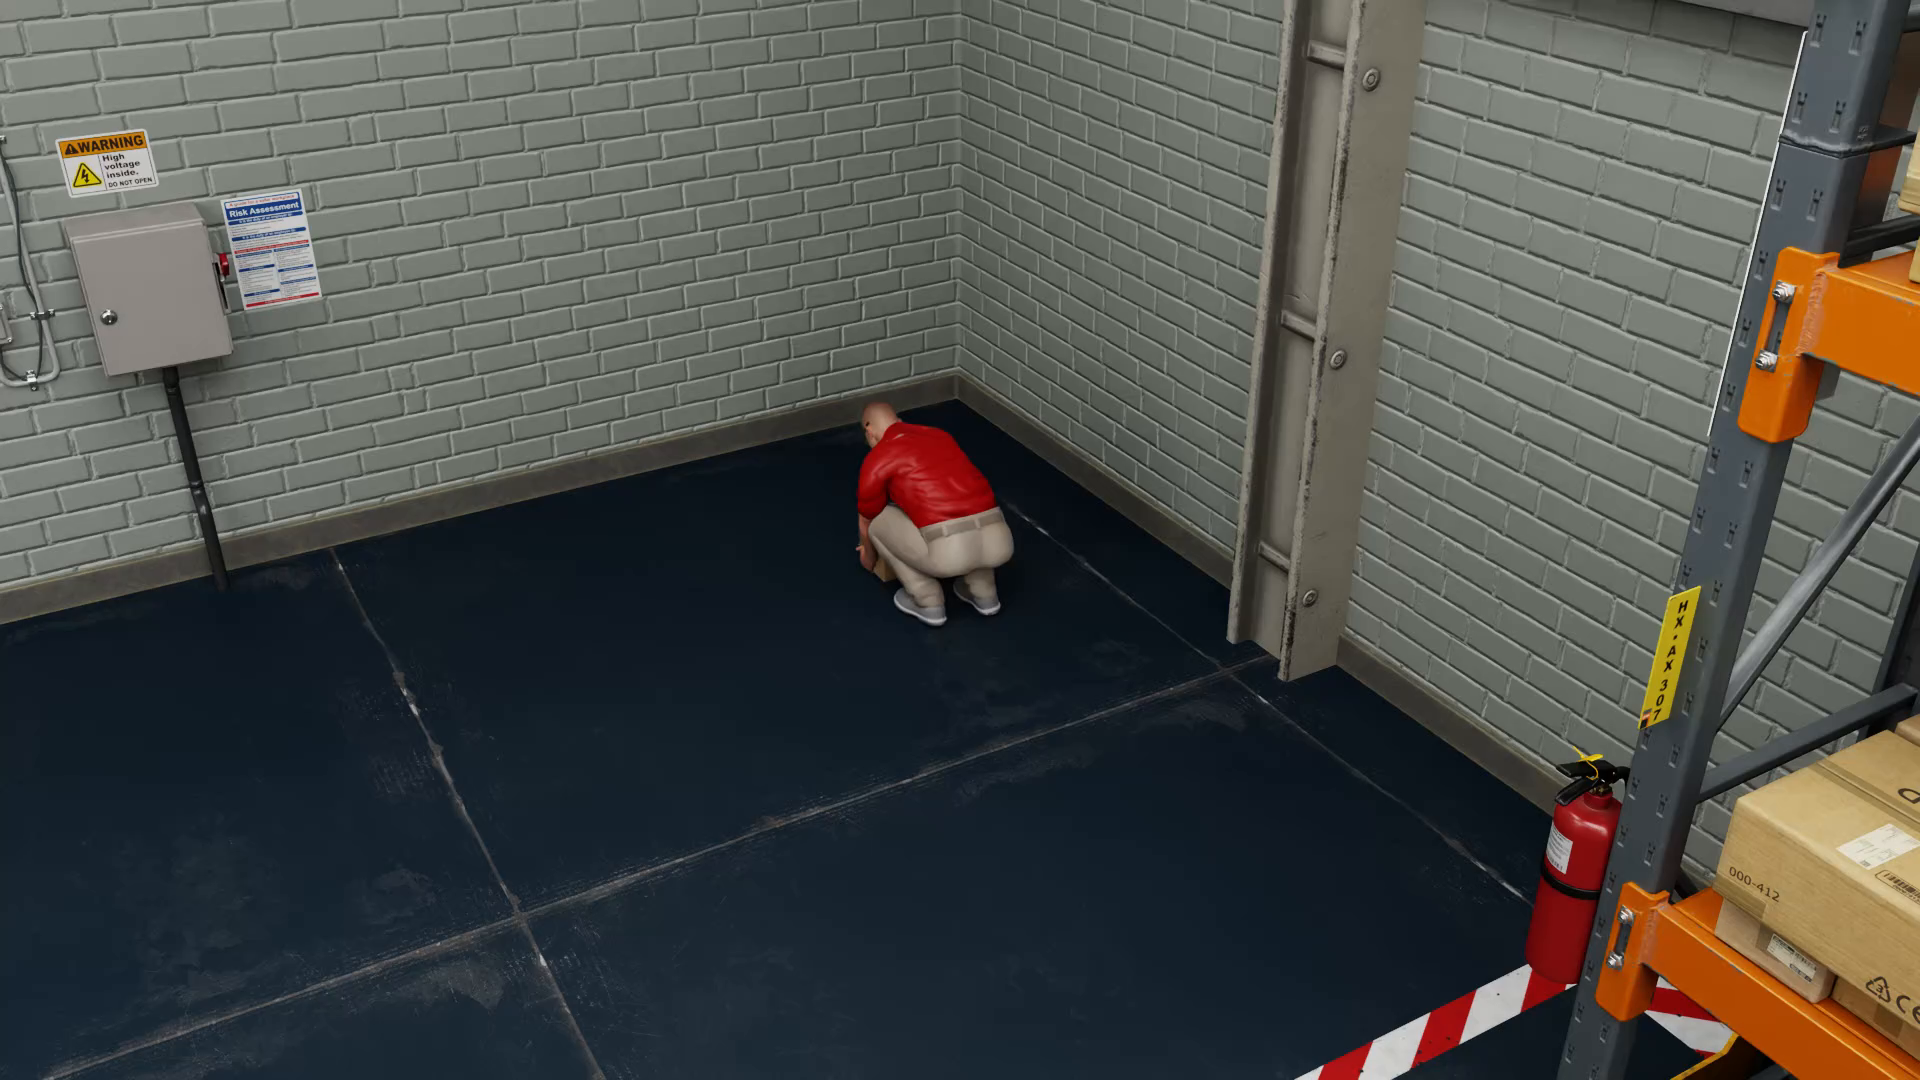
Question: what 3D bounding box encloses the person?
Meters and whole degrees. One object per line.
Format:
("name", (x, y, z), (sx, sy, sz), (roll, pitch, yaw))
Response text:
("person", (-0.133, -0.101, 7.289), (0.552, 0.859, 0.864), (-16, 33, -26))
